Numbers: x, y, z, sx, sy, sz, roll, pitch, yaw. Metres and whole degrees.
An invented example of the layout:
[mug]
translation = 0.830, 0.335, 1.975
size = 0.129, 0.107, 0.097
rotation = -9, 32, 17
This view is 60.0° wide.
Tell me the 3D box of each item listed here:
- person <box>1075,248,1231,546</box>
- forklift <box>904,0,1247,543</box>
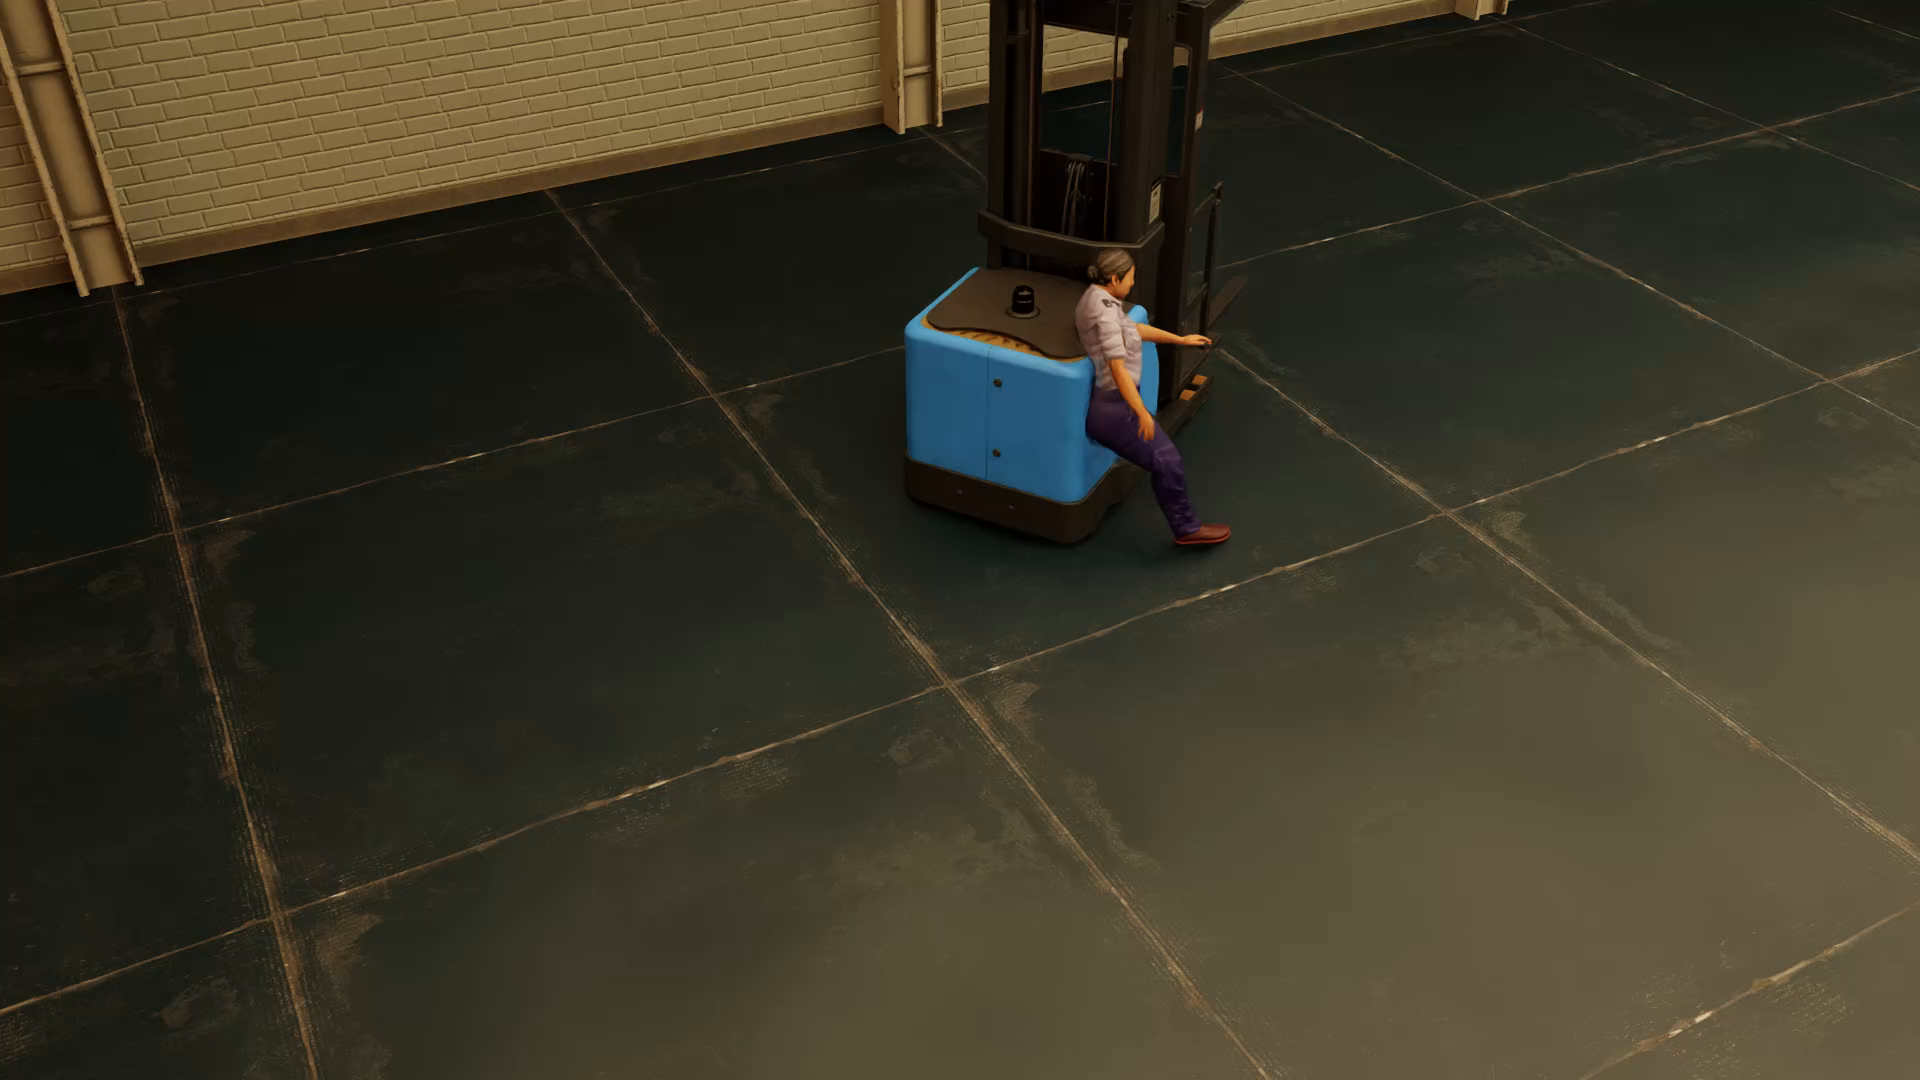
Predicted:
[person]
translation = 0.886, -0.761, 8.373
size = 0.828, 1.492, 0.868
rotation = -11, 37, -15
[forklift]
translation = 0.838, -2.015, 8.973
size = 1.130, 2.935, 3.031
rotation = 17, 39, 22
